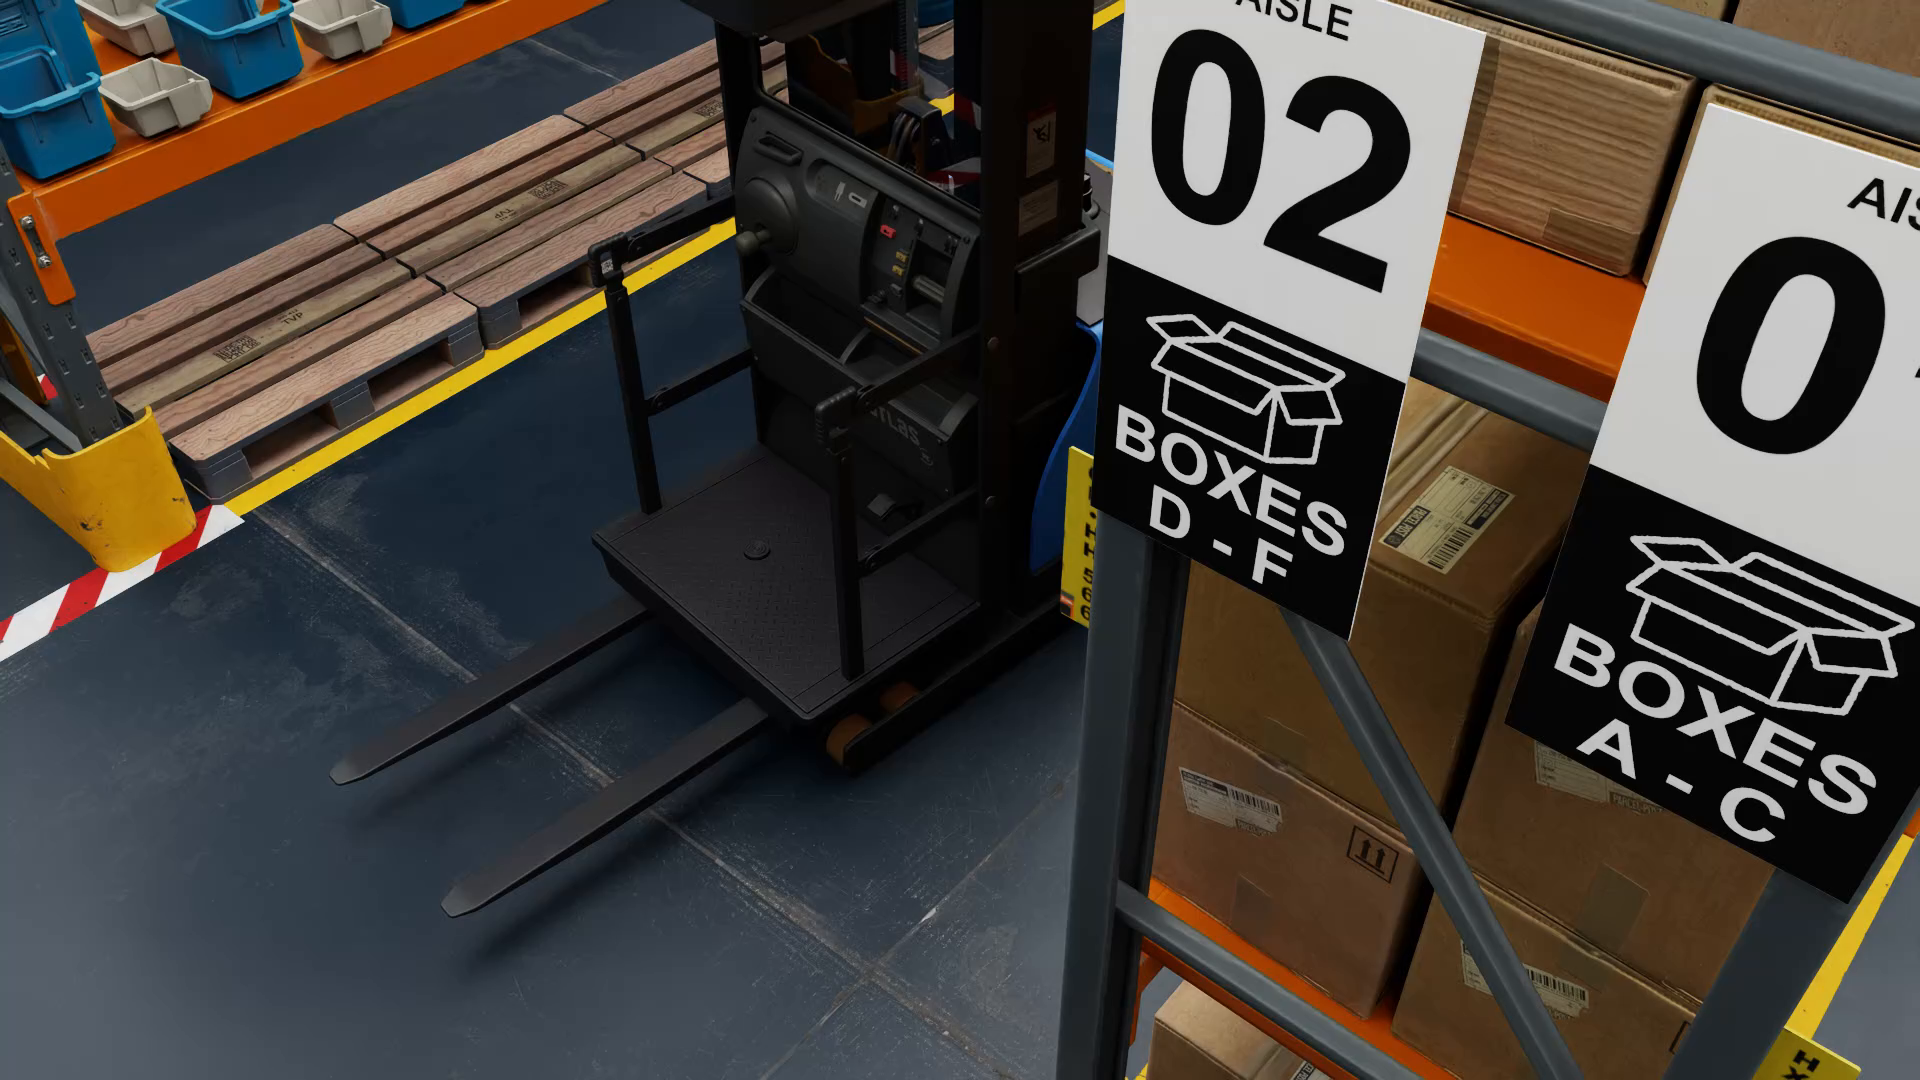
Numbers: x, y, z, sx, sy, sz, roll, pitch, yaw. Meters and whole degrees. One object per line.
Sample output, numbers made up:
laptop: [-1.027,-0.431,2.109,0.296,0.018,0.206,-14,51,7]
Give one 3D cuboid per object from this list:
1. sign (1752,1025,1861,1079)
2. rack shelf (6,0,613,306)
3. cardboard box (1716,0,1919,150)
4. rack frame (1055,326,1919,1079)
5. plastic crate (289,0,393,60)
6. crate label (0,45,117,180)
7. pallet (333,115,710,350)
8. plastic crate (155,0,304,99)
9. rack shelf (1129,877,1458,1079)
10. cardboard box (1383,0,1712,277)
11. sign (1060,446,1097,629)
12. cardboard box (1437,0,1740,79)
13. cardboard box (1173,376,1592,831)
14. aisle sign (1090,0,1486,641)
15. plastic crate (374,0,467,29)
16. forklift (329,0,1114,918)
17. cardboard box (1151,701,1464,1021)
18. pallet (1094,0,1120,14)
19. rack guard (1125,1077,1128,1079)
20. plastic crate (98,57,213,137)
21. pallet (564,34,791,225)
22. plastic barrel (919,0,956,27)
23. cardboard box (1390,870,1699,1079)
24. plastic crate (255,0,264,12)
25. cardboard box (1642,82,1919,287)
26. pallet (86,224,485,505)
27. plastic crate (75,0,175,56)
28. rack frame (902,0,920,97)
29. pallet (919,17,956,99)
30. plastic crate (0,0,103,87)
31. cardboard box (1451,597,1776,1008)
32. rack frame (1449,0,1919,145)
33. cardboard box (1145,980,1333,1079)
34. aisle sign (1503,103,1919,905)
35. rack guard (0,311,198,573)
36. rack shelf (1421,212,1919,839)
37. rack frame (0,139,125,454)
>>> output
sign: [1.020,0.721,2.084,0.100,0.325,0.005,29,50,28]
rack shelf: [-1.897,-2.104,6.369,1.077,0.370,4.000,29,50,28]
cardboard box: [1.134,-0.585,1.674,0.500,0.250,0.500,29,50,28]
rack frame: [0.604,0.806,2.634,1.000,3.000,0.127,29,50,28]
plastic crate: [-2.067,-1.728,5.572,0.250,0.136,0.298,29,50,28]
crate label: [-2.774,-1.285,5.014,0.416,0.233,0.303,29,50,28]
pallet: [-1.839,-1.342,7.069,1.003,0.211,1.213,29,50,28]
plastic crate: [-2.350,-1.624,5.386,0.416,0.233,0.300,29,50,28]
rack shelf: [1.891,0.043,4.008,1.077,0.370,4.000,29,50,28]
cardboard box: [0.733,-0.627,2.091,0.500,0.250,0.500,29,50,28]
sign: [0.192,0.010,2.413,0.100,0.325,0.005,29,50,28]
cardboard box: [0.740,-0.808,1.919,0.500,0.250,0.500,29,50,28]
cardboard box: [0.680,0.051,2.647,0.500,0.500,0.500,29,50,28]
aisle sign: [0.326,-0.253,1.866,0.394,0.787,0.004,29,50,28]
plastic crate: [-1.926,-1.963,5.759,0.416,0.233,0.300,29,50,28]
forklift: [-0.455,-0.796,4.447,3.031,2.935,1.130,-32,51,-31]
cardboard box: [0.684,0.421,2.983,0.500,0.500,0.500,31,51,30]
pallet: [0.703,-3.378,9.309,1.003,0.211,1.213,29,50,28]
rack guard: [0.653,1.692,3.518,1.175,0.500,0.348,29,50,28]
plastic crate: [-2.504,-1.379,5.188,0.250,0.136,0.298,29,50,28]
pallet: [-1.054,-1.973,7.763,1.003,0.211,1.213,29,50,28]
plastic barrel: [-0.247,-3.052,8.124,0.600,0.901,0.708,29,50,28]
cardboard box: [1.092,0.655,2.726,0.500,0.500,0.500,31,50,29]
plastic crate: [-2.601,-1.906,5.768,0.396,0.136,0.243,29,50,28]
cardboard box: [1.129,-0.403,1.845,0.500,0.250,0.500,29,50,28]
pallet: [-2.624,-0.716,6.381,1.003,0.211,1.213,29,50,28]
plastic crate: [-2.798,-1.763,5.611,0.396,0.136,0.243,29,50,28]
rack frame: [-0.610,-3.400,7.260,1.000,3.000,0.127,29,50,28]
pallet: [-0.082,-2.747,8.615,1.003,0.211,1.213,29,50,28]
plastic crate: [-3.112,-1.629,5.241,0.616,0.435,0.499,29,50,28]
cardboard box: [1.092,0.285,2.389,0.500,0.500,0.500,31,51,30]
rack frame: [0.604,-1.413,0.615,1.000,3.000,0.127,29,50,28]
cardboard box: [0.766,1.182,3.752,0.500,0.500,0.500,29,50,28]
aisle sign: [0.785,0.007,1.581,0.394,0.787,0.004,29,50,28]
rack guard: [-3.190,-0.397,5.815,1.175,0.500,0.348,29,50,28]
rack shelf: [1.891,-1.067,2.999,1.077,0.370,4.000,29,50,28]
rack frame: [-3.185,-1.340,4.994,1.000,3.000,0.127,29,50,28]
